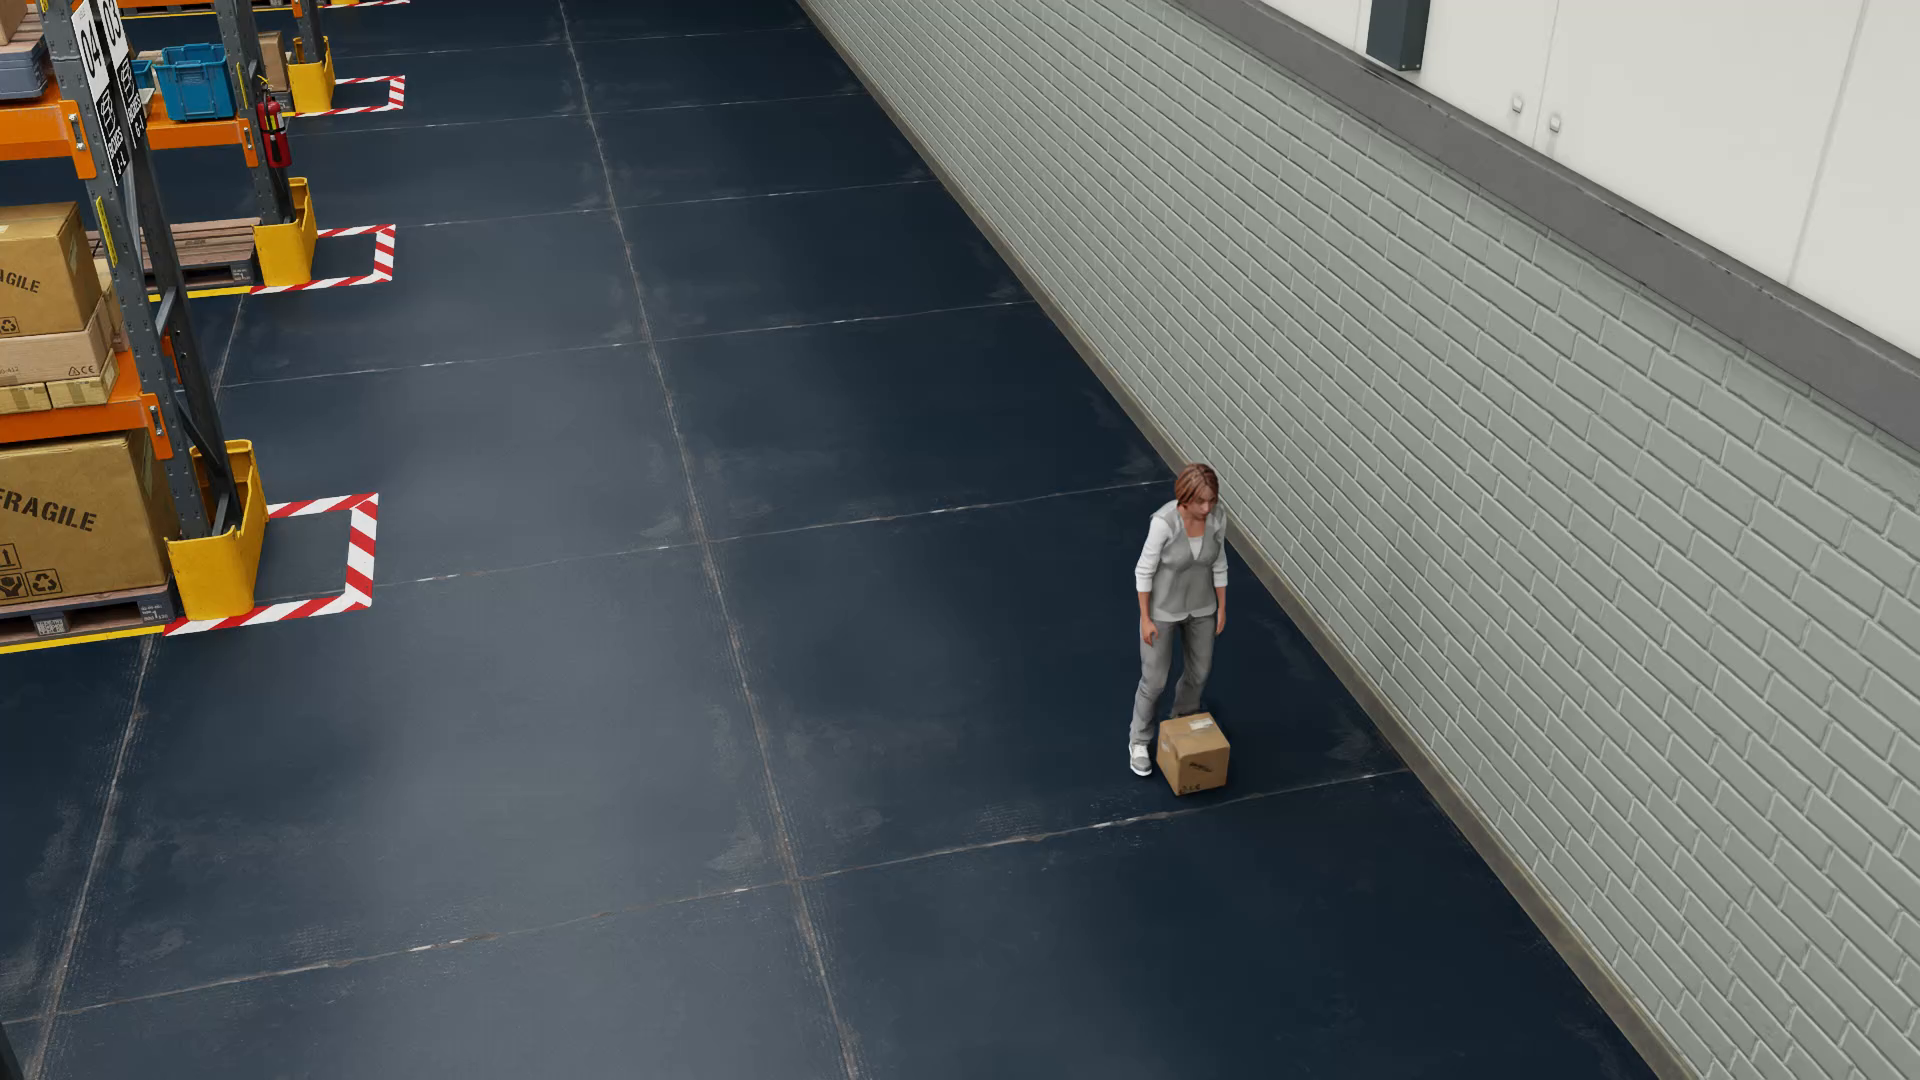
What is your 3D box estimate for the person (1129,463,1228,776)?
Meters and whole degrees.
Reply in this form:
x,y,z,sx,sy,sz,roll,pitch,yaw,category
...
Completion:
x,y,z,sx,sy,sz,roll,pitch,yaw,category
1.014,0.341,7.662,0.459,1.594,0.345,-9,32,-15,person
